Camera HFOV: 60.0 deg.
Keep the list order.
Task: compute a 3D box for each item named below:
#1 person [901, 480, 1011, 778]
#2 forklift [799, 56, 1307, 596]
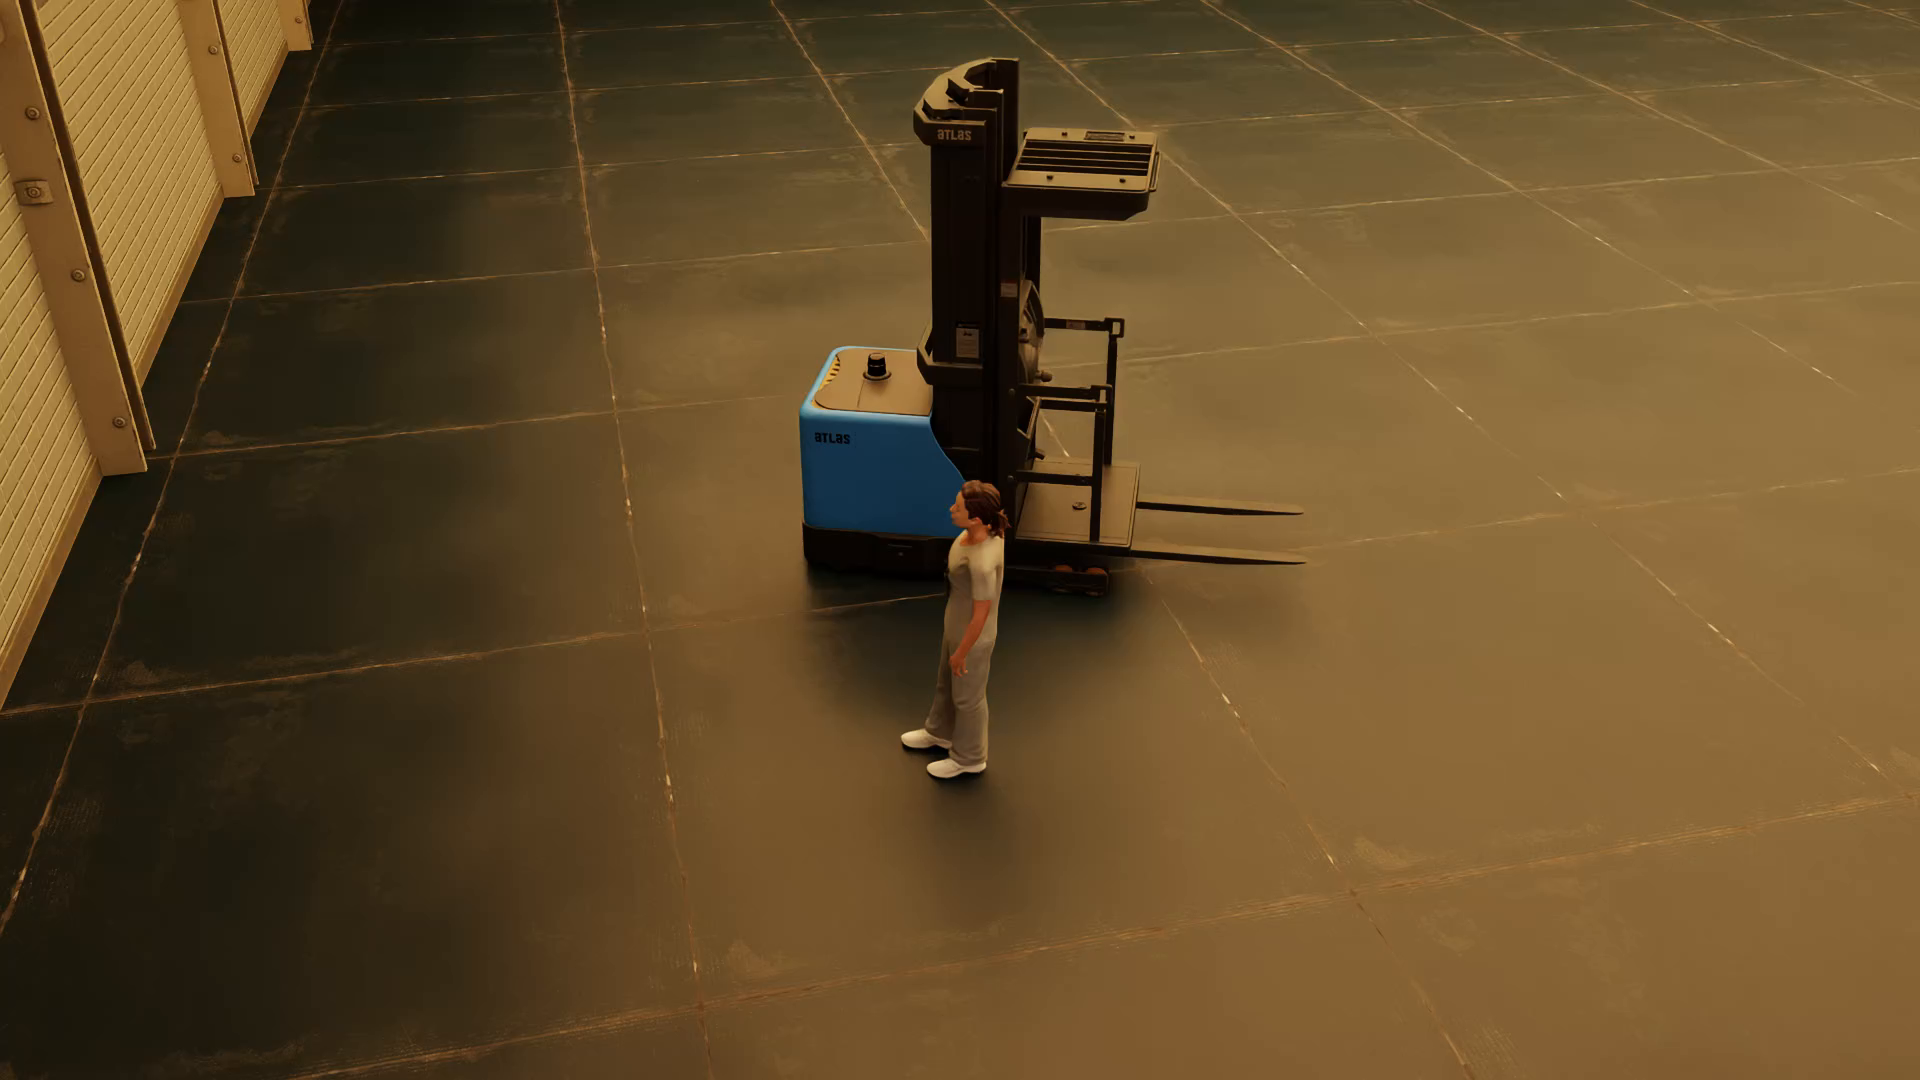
[{"bbox_3d":[-0.030,0.439,8.065,0.542,1.678,0.555,-1,30,-1],"label":"person"},{"bbox_3d":[0.603,-1.222,9.686,3.031,2.935,1.130,4,30,8],"label":"forklift"}]
